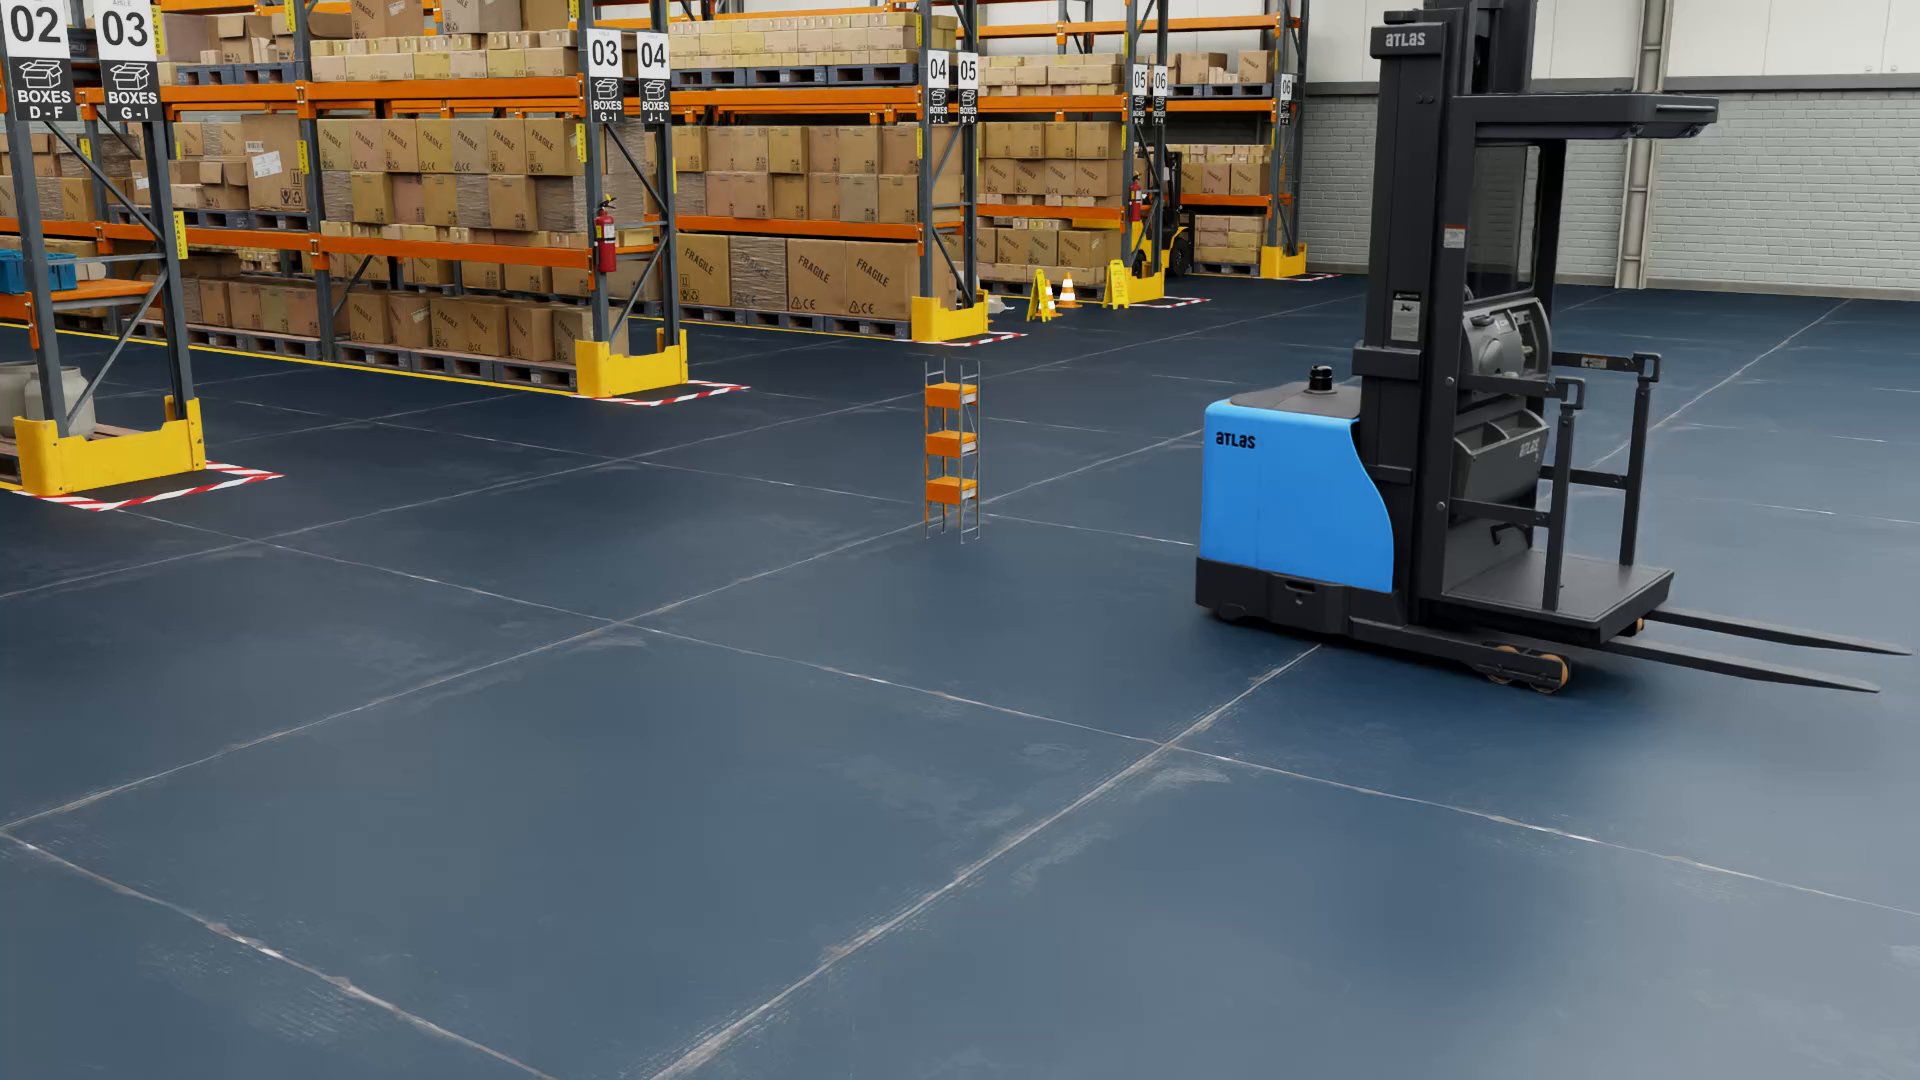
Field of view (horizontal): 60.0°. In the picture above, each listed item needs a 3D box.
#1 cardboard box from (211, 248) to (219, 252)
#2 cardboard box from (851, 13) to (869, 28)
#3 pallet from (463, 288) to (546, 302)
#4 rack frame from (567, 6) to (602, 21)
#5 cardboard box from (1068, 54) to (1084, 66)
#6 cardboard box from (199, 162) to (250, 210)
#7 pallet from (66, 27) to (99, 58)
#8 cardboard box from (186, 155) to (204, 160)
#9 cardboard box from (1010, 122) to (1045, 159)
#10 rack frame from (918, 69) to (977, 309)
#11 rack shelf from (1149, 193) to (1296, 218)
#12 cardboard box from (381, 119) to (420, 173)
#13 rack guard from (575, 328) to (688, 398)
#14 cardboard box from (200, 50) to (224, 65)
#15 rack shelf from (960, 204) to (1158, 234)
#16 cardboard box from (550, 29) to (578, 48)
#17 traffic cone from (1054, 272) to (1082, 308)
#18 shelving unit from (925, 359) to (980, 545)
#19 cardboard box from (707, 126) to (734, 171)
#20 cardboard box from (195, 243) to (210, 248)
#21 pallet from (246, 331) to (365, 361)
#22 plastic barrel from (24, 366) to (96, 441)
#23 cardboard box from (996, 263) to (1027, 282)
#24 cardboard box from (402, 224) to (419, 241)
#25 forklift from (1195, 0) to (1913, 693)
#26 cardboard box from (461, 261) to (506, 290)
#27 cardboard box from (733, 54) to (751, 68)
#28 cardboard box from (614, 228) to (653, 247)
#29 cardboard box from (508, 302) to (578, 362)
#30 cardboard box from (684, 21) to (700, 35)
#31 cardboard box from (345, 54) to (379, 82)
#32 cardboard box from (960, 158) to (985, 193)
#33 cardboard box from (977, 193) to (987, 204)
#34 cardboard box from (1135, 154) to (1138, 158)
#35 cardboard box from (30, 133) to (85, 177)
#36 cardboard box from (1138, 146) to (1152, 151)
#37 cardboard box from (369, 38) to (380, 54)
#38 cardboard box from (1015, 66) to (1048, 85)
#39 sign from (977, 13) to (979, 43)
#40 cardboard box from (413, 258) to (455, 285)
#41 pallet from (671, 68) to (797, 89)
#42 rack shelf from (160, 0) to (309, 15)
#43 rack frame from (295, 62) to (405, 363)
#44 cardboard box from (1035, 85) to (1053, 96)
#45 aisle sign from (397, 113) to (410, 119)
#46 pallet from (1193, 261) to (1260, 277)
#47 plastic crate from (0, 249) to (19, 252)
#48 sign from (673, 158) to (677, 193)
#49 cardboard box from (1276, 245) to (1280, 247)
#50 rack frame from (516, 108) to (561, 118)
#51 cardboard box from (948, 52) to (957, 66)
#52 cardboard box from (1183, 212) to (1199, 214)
[{"bbox_3d":[-11.777,-4.627,26.711,0.250,0.149,0.380,10,17,35],"label":"cardboard box"},{"bbox_3d":[-1.020,-5.860,18.790,0.250,0.149,0.380,10,17,34],"label":"cardboard box"},{"bbox_3d":[-6.158,-3.439,23.276,1.213,0.211,1.003,9,17,33],"label":"pallet"},{"bbox_3d":[-7.963,-10.889,35.083,0.127,3.000,1.000,9,17,33],"label":"rack frame"},{"bbox_3d":[1.686,-6.621,22.949,0.250,0.149,0.380,9,16,32],"label":"cardboard box"},{"bbox_3d":[-7.793,-3.869,18.123,0.637,0.503,0.797,11,18,38],"label":"cardboard box"},{"bbox_3d":[-6.380,-3.372,11.354,1.213,0.211,1.003,9,17,33],"label":"pallet"},{"bbox_3d":[-11.906,-5.862,26.433,0.500,0.500,0.500,9,16,31],"label":"cardboard box"},{"bbox_3d":[1.104,-5.661,23.543,0.500,0.500,0.700,9,16,32],"label":"cardboard box"},{"bbox_3d":[-0.132,-3.840,19.094,0.127,3.000,1.000,9,17,33],"label":"rack frame"},{"bbox_3d":[3.654,-5.750,28.306,4.000,0.370,1.077,9,17,33],"label":"rack shelf"},{"bbox_3d":[-5.242,-3.835,16.163,0.500,0.500,0.500,9,17,33],"label":"cardboard box"},{"bbox_3d":[-3.047,-1.662,15.495,0.348,0.500,1.175,9,17,33],"label":"rack guard"},{"bbox_3d":[-7.915,-5.179,17.873,0.250,0.166,0.380,9,16,31],"label":"cardboard box"},{"bbox_3d":[0.887,-4.760,24.306,4.000,0.370,1.077,9,17,33],"label":"rack shelf"},{"bbox_3d":[-3.389,-4.417,14.663,0.250,0.149,0.380,9,17,33],"label":"cardboard box"},{"bbox_3d":[1.470,-3.410,22.635,0.334,0.463,0.336,9,17,33],"label":"traffic cone"},{"bbox_3d":[-0.044,-0.517,9.726,0.252,1.050,0.215,9,17,33],"label":"shelving unit"},{"bbox_3d":[-2.643,-4.867,20.682,0.550,0.550,0.875,9,17,33],"label":"cardboard box"},{"bbox_3d":[-12.060,-4.784,26.728,0.250,0.149,0.380,9,17,34],"label":"cardboard box"},{"bbox_3d":[-6.950,-2.152,18.077,1.213,0.211,1.003,9,17,33],"label":"pallet"},{"bbox_3d":[-6.337,-0.947,11.708,0.421,0.512,0.421,0,14,0],"label":"plastic barrel"},{"bbox_3d":[0.863,-3.905,24.203,0.500,0.250,0.500,8,16,31],"label":"cardboard box"},{"bbox_3d":[-5.242,-3.028,16.335,0.250,0.149,0.380,9,17,33],"label":"cardboard box"},{"bbox_3d":[2.631,-0.906,7.385,3.031,2.935,1.130,11,18,38],"label":"forklift"},{"bbox_3d":[-6.315,-3.925,23.246,0.750,0.750,1.050,9,16,32],"label":"cardboard box"},{"bbox_3d":[-2.494,-5.711,19.848,0.250,0.149,0.380,9,16,32],"label":"cardboard box"},{"bbox_3d":[-3.088,-2.829,15.531,0.250,0.149,0.380,9,17,33],"label":"cardboard box"},{"bbox_3d":[-4.008,-2.016,16.052,0.500,0.500,0.500,-12,18,-39],"label":"cardboard box"},{"bbox_3d":[-3.126,-6.200,20.164,0.250,0.149,0.380,9,17,32],"label":"cardboard box"},{"bbox_3d":[-5.631,-4.603,16.246,0.500,0.250,0.500,9,17,32],"label":"cardboard box"},{"bbox_3d":[0.276,-5.323,24.257,0.500,0.500,0.500,9,17,32],"label":"cardboard box"},{"bbox_3d":[0.366,-4.976,24.204,0.250,0.149,0.380,9,17,33],"label":"cardboard box"},{"bbox_3d":[3.158,-6.458,28.112,0.250,0.149,0.380,9,16,31],"label":"cardboard box"},{"bbox_3d":[-10.759,-4.662,20.120,0.637,0.503,0.797,10,17,34],"label":"cardboard box"},{"bbox_3d":[3.207,-6.616,28.132,0.250,0.149,0.380,9,17,33],"label":"cardboard box"},{"bbox_3d":[-5.506,-4.786,16.154,0.250,0.149,0.380,10,17,34],"label":"cardboard box"},{"bbox_3d":[1.122,-6.520,23.369,0.500,0.250,0.500,10,17,34],"label":"cardboard box"},{"bbox_3d":[0.182,-5.869,19.063,0.005,0.325,0.100,9,17,33],"label":"sign"},{"bbox_3d":[-7.462,-3.940,23.824,0.500,0.500,0.500,9,17,33],"label":"cardboard box"},{"bbox_3d":[-2.778,-5.678,20.460,1.213,0.211,1.003,9,17,33],"label":"pallet"},{"bbox_3d":[-11.749,-8.279,26.045,4.000,0.370,1.077,9,17,33],"label":"rack shelf"},{"bbox_3d":[-6.303,-3.401,17.321,0.127,3.000,1.000,9,17,33],"label":"rack frame"},{"bbox_3d":[1.262,-6.307,23.341,0.250,0.149,0.380,9,17,32],"label":"cardboard box"},{"bbox_3d":[-10.617,-8.320,31.780,0.004,0.787,0.394,9,17,33],"label":"aisle sign"},{"bbox_3d":[4.656,-4.572,27.852,1.213,0.211,1.003,9,17,33],"label":"pallet"},{"bbox_3d":[-6.867,-1.901,11.569,0.408,0.251,0.499,9,17,33],"label":"plastic crate"},{"bbox_3d":[-2.682,-3.393,15.487,0.005,0.325,0.100,9,17,33],"label":"sign"},{"bbox_3d":[5.015,-4.805,27.840,0.500,0.250,0.500,9,17,33],"label":"cardboard box"},{"bbox_3d":[-7.411,-6.450,29.637,0.127,3.000,1.000,9,17,33],"label":"rack frame"},{"bbox_3d":[-0.238,-5.537,19.146,0.250,0.149,0.380,9,17,33],"label":"cardboard box"},{"bbox_3d":[3.773,-5.493,28.539,0.500,0.250,0.500,9,16,32],"label":"cardboard box"}]
